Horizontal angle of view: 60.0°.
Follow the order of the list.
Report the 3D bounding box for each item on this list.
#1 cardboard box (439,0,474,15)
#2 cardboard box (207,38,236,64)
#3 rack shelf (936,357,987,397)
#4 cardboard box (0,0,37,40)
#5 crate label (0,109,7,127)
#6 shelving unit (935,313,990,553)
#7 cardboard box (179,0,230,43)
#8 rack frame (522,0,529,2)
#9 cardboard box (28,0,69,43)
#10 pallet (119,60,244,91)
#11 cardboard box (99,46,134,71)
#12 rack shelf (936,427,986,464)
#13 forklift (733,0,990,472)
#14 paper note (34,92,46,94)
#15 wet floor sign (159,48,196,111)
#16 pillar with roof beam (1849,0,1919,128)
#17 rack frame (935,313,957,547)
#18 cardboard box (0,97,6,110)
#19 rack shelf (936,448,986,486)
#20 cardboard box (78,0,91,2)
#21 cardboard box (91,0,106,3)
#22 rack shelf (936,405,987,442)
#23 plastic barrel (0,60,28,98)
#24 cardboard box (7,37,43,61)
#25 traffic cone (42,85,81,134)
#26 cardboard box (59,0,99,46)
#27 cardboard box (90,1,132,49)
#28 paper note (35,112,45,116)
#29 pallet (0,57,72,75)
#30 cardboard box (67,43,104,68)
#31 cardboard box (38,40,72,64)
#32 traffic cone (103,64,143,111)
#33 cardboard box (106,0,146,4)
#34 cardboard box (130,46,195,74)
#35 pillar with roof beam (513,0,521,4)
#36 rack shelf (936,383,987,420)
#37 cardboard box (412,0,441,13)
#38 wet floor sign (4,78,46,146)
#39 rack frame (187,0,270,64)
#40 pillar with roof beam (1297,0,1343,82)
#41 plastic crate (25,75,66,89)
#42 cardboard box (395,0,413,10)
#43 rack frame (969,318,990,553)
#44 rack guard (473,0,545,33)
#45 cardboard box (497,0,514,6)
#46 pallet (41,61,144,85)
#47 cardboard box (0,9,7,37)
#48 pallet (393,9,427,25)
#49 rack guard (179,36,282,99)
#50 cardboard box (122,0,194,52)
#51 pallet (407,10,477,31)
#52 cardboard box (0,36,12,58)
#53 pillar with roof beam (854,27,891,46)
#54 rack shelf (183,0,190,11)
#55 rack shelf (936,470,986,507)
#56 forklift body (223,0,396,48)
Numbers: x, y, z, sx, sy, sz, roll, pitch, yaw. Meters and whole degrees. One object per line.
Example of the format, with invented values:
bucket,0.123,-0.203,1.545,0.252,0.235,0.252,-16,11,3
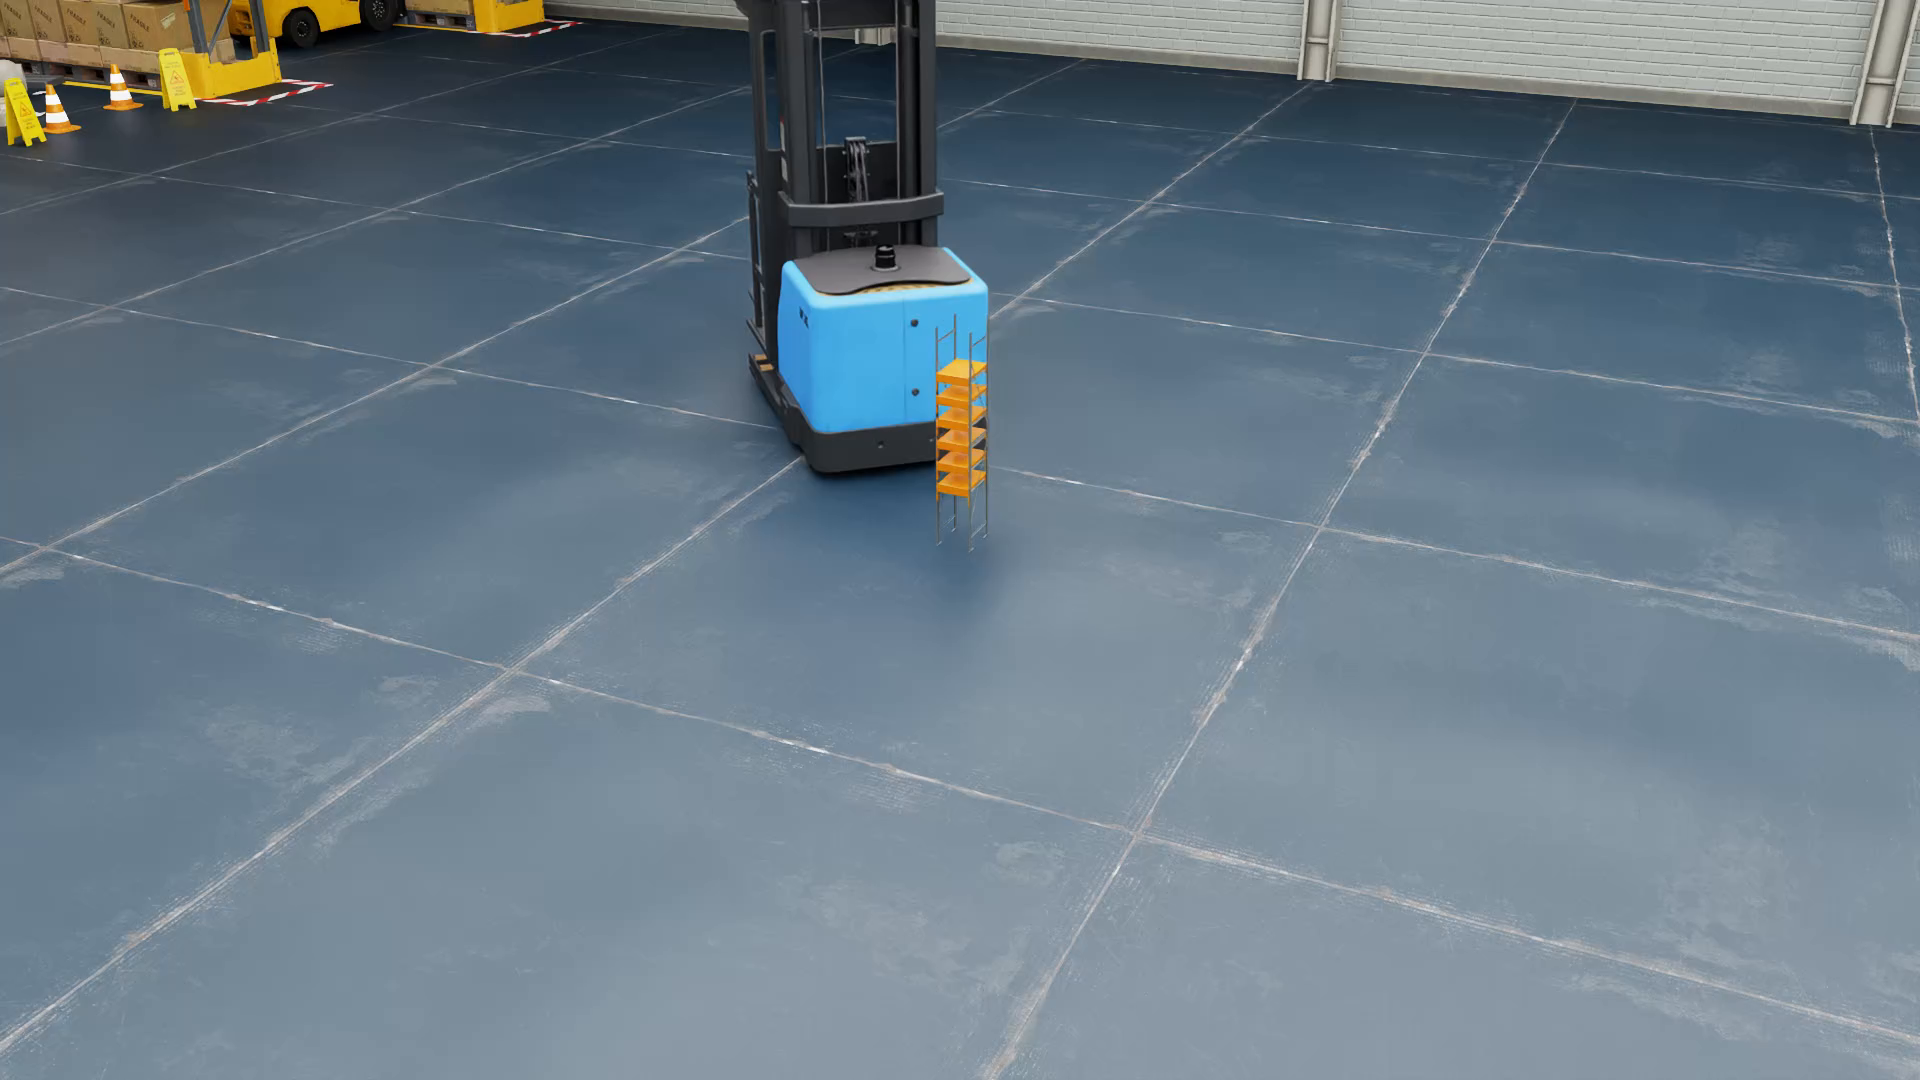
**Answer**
cardboard box,-6.925,-7.532,23.290,0.500,0.250,0.500,12,28,22
cardboard box,-9.037,-5.835,19.843,0.500,0.250,0.500,11,28,21
rack shelf,0.013,-0.819,8.340,0.180,0.103,0.258,11,28,22
cardboard box,-11.141,-6.335,20.009,0.500,0.500,0.500,13,29,24
crate label,-10.234,-4.508,17.750,0.298,0.136,0.250,-2,26,-5
shelving unit,0.013,-0.536,8.480,0.189,1.200,0.258,11,28,22
cardboard box,-9.059,-6.176,19.686,0.500,0.500,0.500,10,28,20
rack frame,-6.366,-8.618,22.859,0.127,3.000,1.000,11,28,22
cardboard box,-10.670,-6.239,19.815,0.500,0.500,0.500,13,29,24
pallet,-9.212,-5.547,19.778,1.213,0.211,1.003,11,28,22
cardboard box,-9.733,-5.714,19.597,0.500,0.250,0.500,11,28,22
rack shelf,0.013,-0.496,8.499,0.180,0.103,0.258,11,28,22
forklift,-0.747,-2.325,10.154,1.130,2.935,3.031,-8,27,-15
paper note,-10.626,-5.183,19.242,0.148,0.019,0.142,2,26,4
wet floor sign,-8.687,-5.100,18.379,0.232,0.644,0.267,23,35,39
pillar with roof beam,7.977,-6.777,12.328,0.400,9.000,9.100,11,28,22
rack frame,-0.070,-0.552,8.514,0.006,1.200,0.240,11,28,22
cardboard box,-10.446,-4.770,18.270,0.380,0.149,0.250,-18,31,-31
rack shelf,0.013,-0.388,8.552,0.180,0.103,0.258,11,28,22
cardboard box,-10.083,-6.382,19.370,0.250,0.149,0.380,13,29,24
cardboard box,-9.844,-6.333,19.271,0.250,0.149,0.380,12,29,23
rack shelf,0.013,-0.603,8.446,0.180,0.103,0.258,11,28,22
plastic barrel,-10.924,-5.235,18.903,0.512,0.421,0.421,-12,29,-23
cardboard box,-11.143,-5.998,20.175,0.500,0.250,0.500,13,29,25
traffic cone,-9.493,-4.535,17.437,0.334,0.463,0.336,11,28,22
cardboard box,-10.188,-6.144,19.621,0.500,0.500,0.500,11,28,21
cardboard box,-9.731,-6.049,19.428,0.500,0.500,0.500,12,29,24
paper note,-10.102,-4.662,18.185,0.142,0.019,0.148,2,26,4
pallet,-11.433,-5.993,20.684,1.213,0.211,1.003,11,28,22
cardboard box,-10.212,-5.807,19.787,0.500,0.250,0.500,10,28,20
cardboard box,-10.659,-5.902,19.980,0.500,0.250,0.500,11,28,21
traffic cone,-9.343,-5.043,18.470,0.334,0.463,0.336,11,28,22
cardboard box,-9.617,-6.286,19.175,0.250,0.149,0.380,12,29,23
cardboard box,-9.287,-5.620,19.407,0.500,0.250,0.500,11,28,22
pillar with roof beam,-8.409,-10.068,19.012,0.400,9.000,9.100,11,28,22
rack shelf,0.013,-0.711,8.393,0.180,0.103,0.258,11,28,22
cardboard box,-7.373,-7.627,23.482,0.500,0.250,0.500,11,28,22
wet floor sign,-9.529,-4.347,16.850,0.232,0.644,0.267,6,27,13
rack frame,-8.417,-6.622,18.803,0.127,3.000,1.000,11,28,22
pillar with roof beam,2.515,-7.874,14.556,0.400,9.000,9.100,11,28,22
plastic crate,-10.969,-5.426,19.681,0.583,0.080,0.402,2,26,4
cardboard box,-7.825,-7.722,23.675,0.500,0.250,0.500,12,29,22
rack frame,0.096,-0.519,8.446,0.006,1.200,0.240,11,28,22
rack guard,-6.344,-7.492,23.402,0.348,0.500,1.175,11,28,22
cardboard box,-6.732,-7.741,23.715,0.500,0.250,0.500,11,28,22
pallet,-10.318,-5.771,20.232,1.213,0.211,1.003,11,28,22
cardboard box,-11.633,-6.428,20.198,0.500,0.500,0.500,13,29,24
pallet,-8.186,-7.714,24.178,1.213,0.211,1.003,11,28,22
rack guard,-8.487,-5.514,19.384,0.348,0.500,1.175,11,28,22
cardboard box,-9.255,-5.954,19.237,0.500,0.500,0.500,12,28,22
pallet,-7.080,-7.490,23.724,1.213,0.211,1.003,11,28,22
cardboard box,-11.633,-6.091,20.364,0.500,0.250,0.500,10,28,19
pillar with roof beam,-2.947,-8.971,16.784,0.400,9.000,9.100,11,28,22
rack shelf,-10.238,-6.665,19.705,4.000,0.370,1.077,11,28,22
rack shelf,0.013,-0.280,8.605,0.180,0.103,0.258,11,28,22
forklift body,-8.848,-7.851,22.260,1.214,2.155,2.313,11,28,22
